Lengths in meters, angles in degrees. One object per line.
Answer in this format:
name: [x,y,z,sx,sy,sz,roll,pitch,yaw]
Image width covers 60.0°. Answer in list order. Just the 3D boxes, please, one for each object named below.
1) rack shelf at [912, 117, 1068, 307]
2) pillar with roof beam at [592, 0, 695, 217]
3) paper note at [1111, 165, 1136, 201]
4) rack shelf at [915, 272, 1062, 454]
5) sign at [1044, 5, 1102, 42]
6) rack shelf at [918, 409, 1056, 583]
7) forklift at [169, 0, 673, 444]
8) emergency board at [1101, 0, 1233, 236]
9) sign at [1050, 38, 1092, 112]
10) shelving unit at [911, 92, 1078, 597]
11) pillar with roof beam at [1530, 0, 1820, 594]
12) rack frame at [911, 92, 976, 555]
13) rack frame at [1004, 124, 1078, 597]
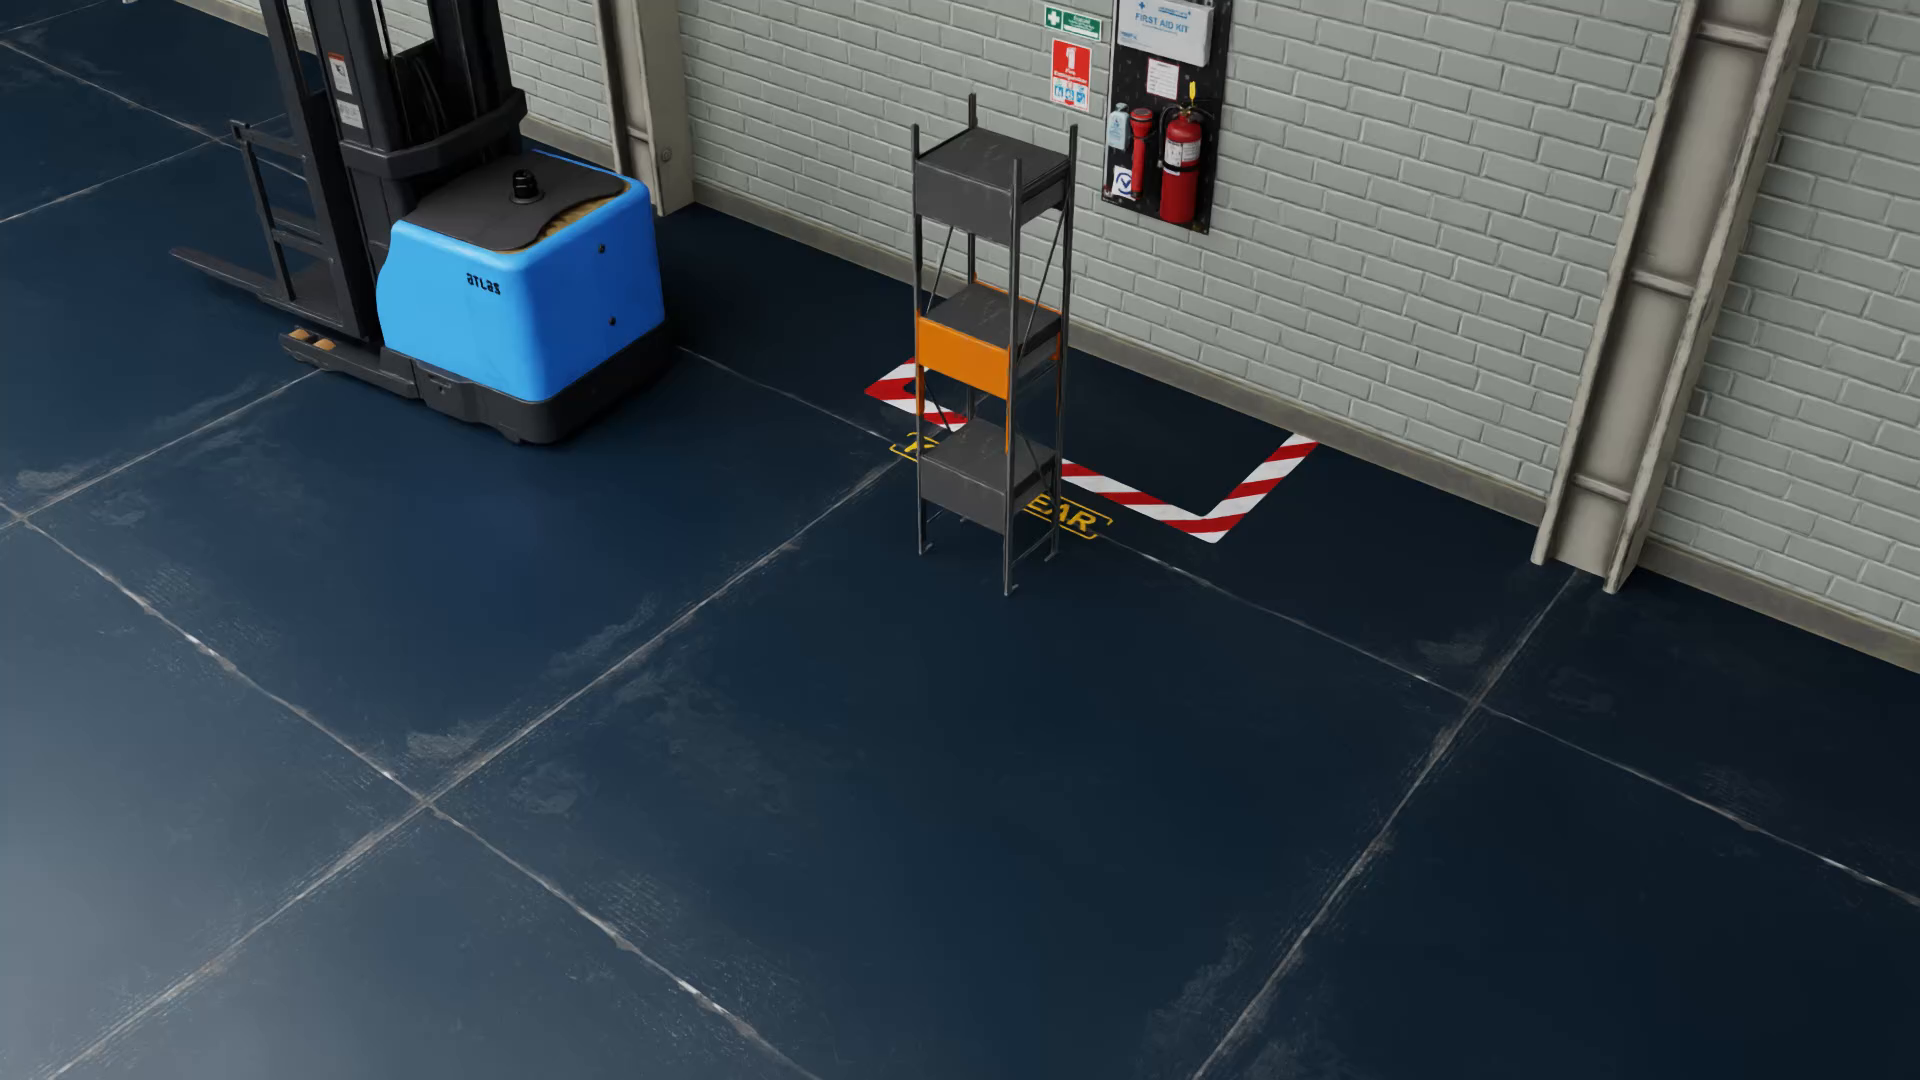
rack shelf: [0.131,-1.305,6.600,0.480,0.518,0.431,25,45,29]
pillar with roof beam: [-4.518,-3.586,5.031,0.400,9.000,9.100,25,45,29]
paper note: [0.825,-1.782,8.308,0.142,0.148,0.016,25,45,29]
rack shelf: [0.131,-0.754,7.032,0.480,0.518,0.431,25,45,29]
sign: [0.545,-2.503,8.055,0.331,0.109,0.001,25,45,29]
rack shelf: [0.131,-0.203,7.463,0.480,0.518,0.431,25,45,29]
forklift: [-3.057,-2.314,8.329,3.031,2.935,1.130,21,43,24]
emergency board: [0.923,-2.029,7.908,0.643,1.169,0.194,25,45,29]
sign: [0.547,-2.301,8.226,0.234,0.329,0.001,25,45,29]
shelving unit: [0.131,-0.765,7.024,0.503,2.100,0.431,25,45,29]
pillar with roof beam: [0.248,-1.339,2.160,0.400,9.000,9.100,25,45,29]
rack frame: [-0.062,-0.856,7.140,0.015,2.100,0.400,25,45,29]
rack frame: [0.325,-0.673,6.907,0.015,2.100,0.400,25,45,29]
